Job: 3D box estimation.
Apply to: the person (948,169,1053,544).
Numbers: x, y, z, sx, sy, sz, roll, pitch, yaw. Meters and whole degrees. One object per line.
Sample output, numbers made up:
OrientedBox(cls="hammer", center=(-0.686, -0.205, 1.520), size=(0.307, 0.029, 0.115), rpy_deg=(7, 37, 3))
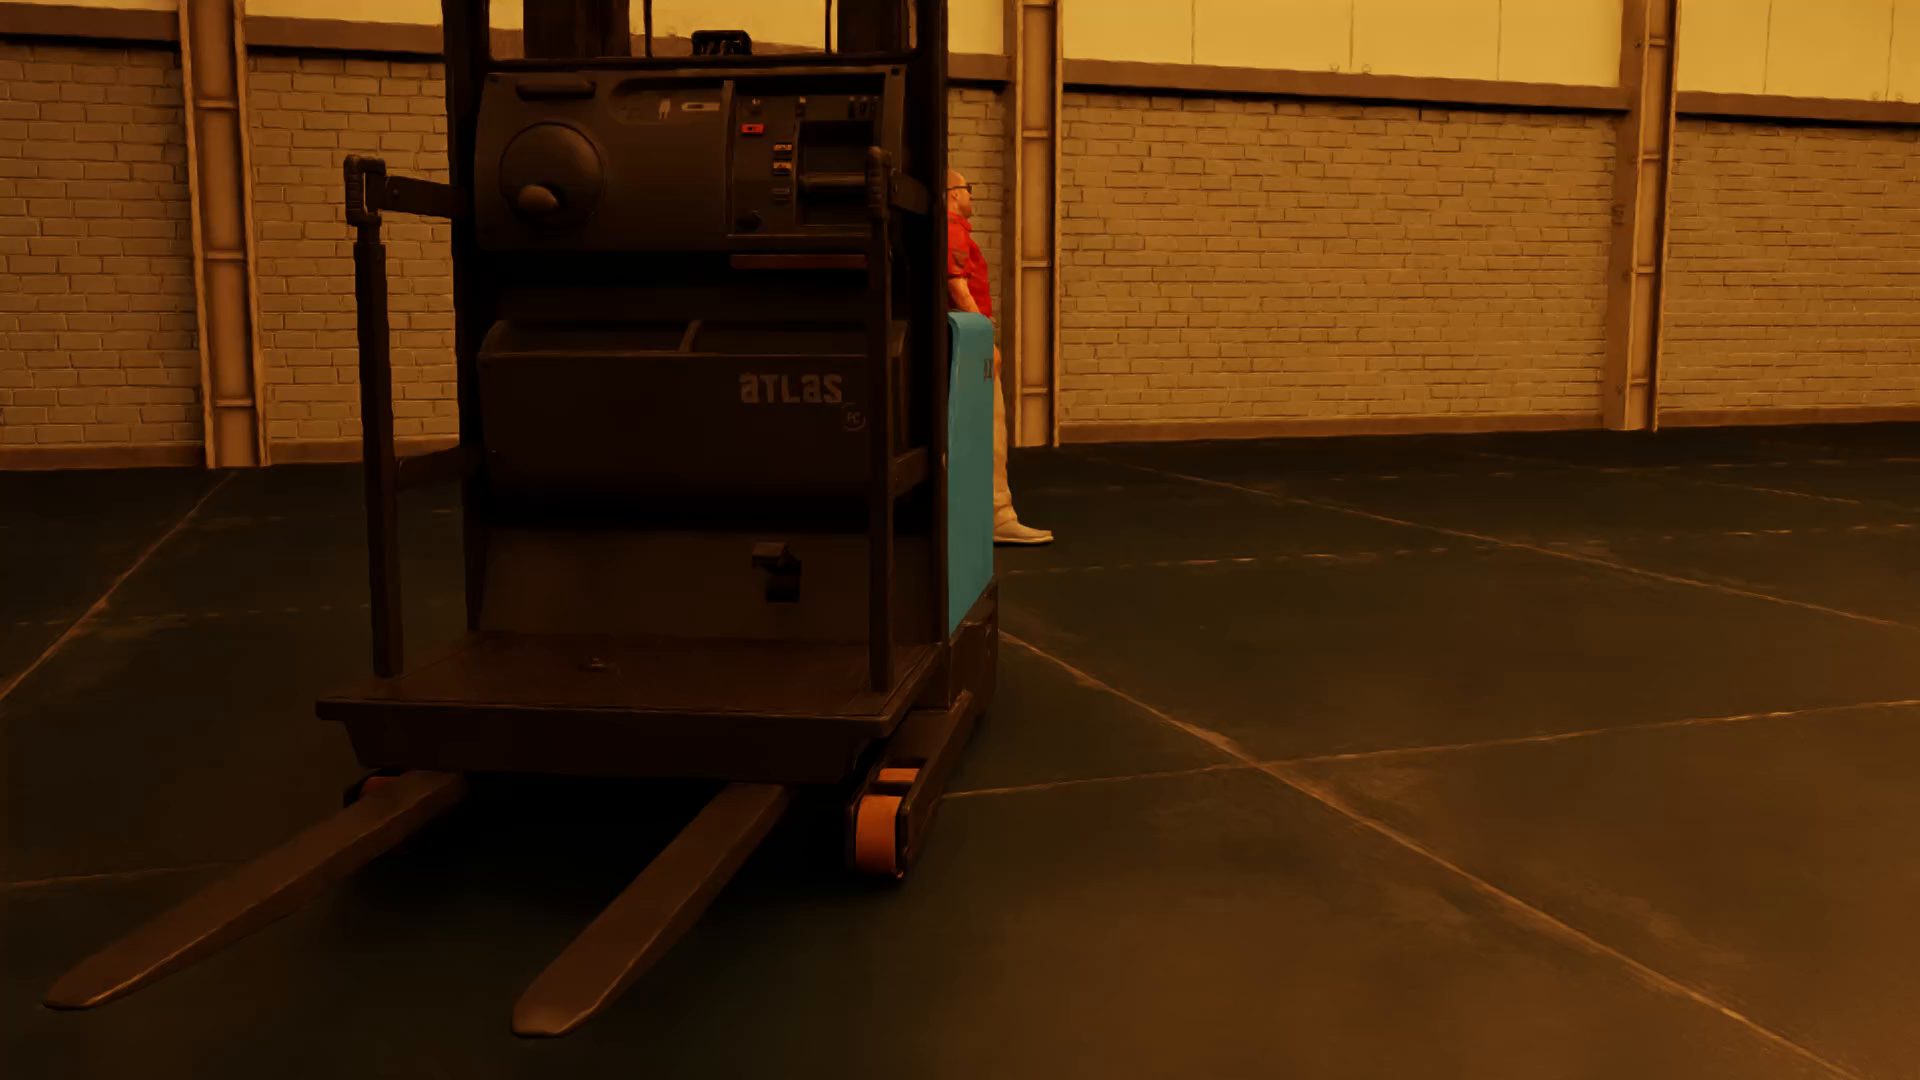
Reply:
OrientedBox(cls="person", center=(0.089, -0.866, 7.823), size=(0.550, 1.727, 0.640), rpy_deg=(-3, 8, -18))

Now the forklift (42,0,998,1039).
OrientedBox(cls="forklift", center=(-0.602, -0.855, 3.330), size=(1.130, 2.935, 3.031), rpy_deg=(1, 8, 8))
